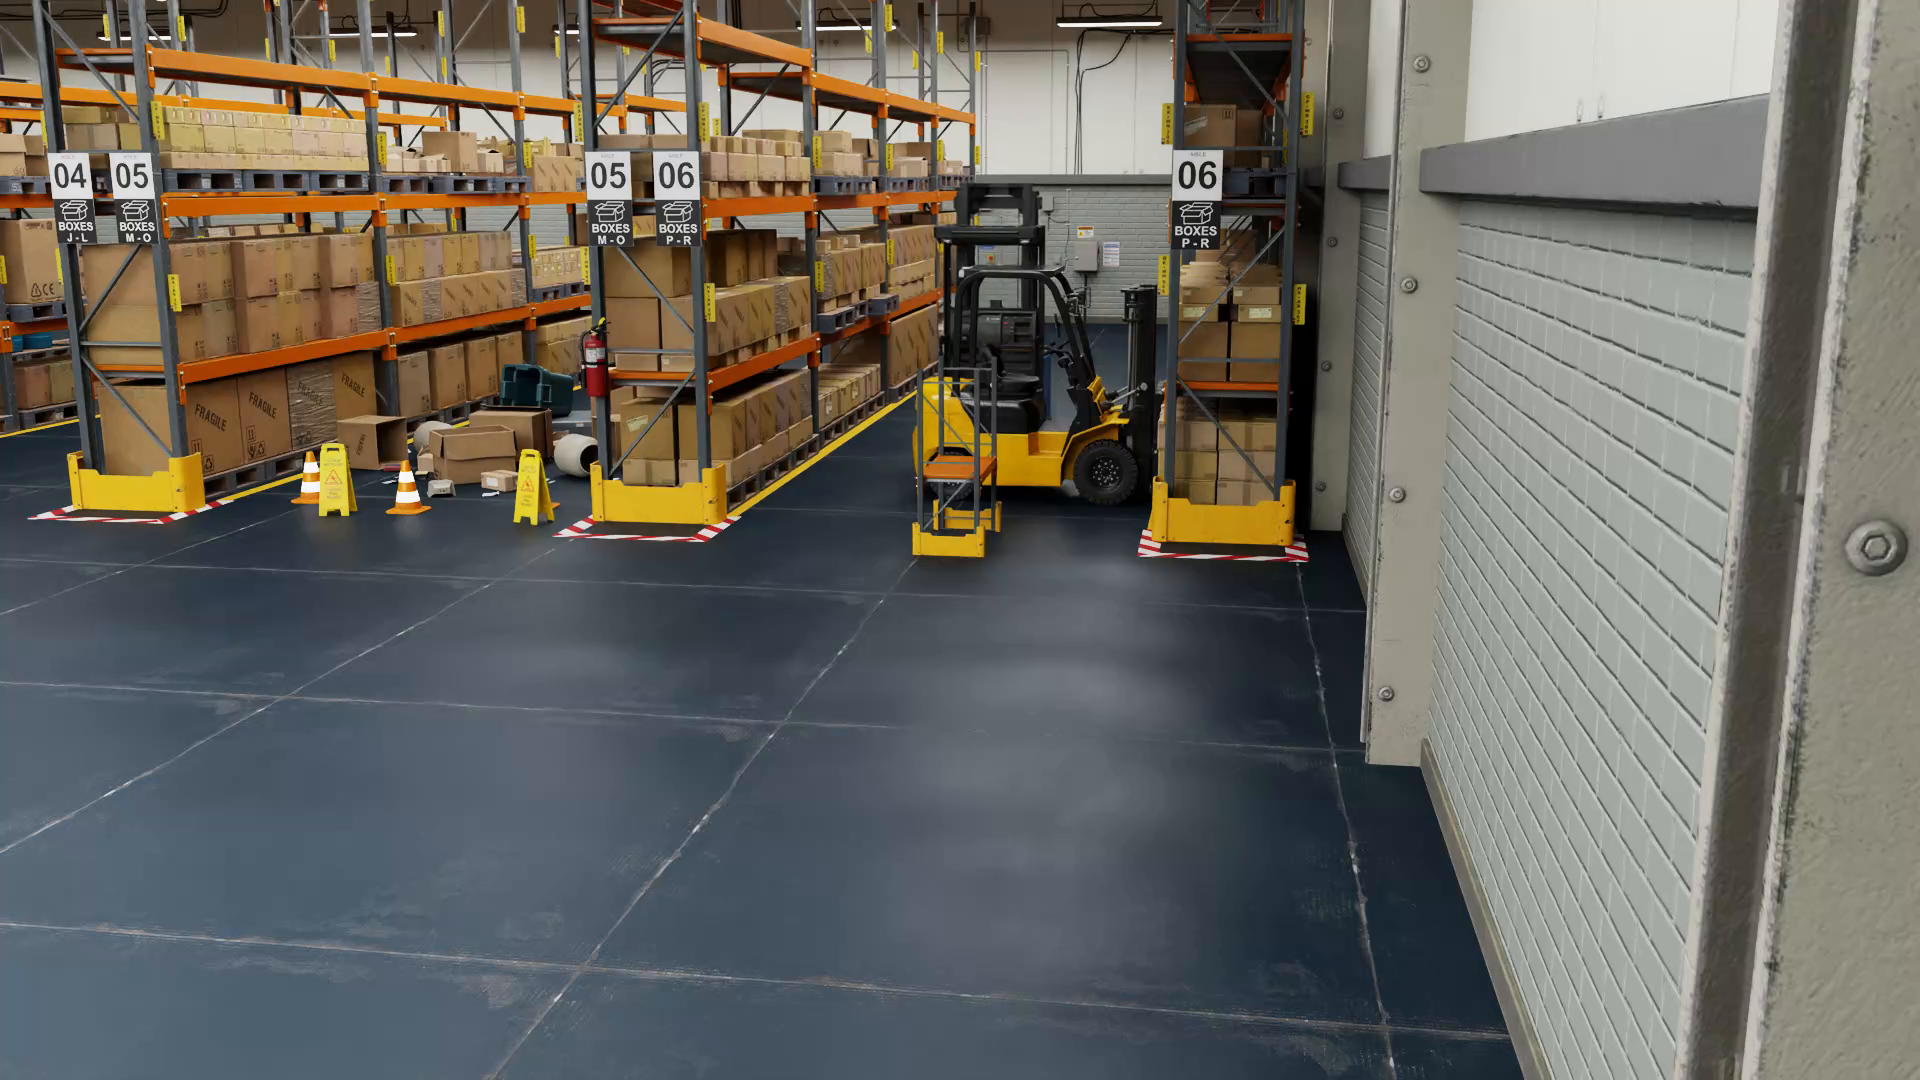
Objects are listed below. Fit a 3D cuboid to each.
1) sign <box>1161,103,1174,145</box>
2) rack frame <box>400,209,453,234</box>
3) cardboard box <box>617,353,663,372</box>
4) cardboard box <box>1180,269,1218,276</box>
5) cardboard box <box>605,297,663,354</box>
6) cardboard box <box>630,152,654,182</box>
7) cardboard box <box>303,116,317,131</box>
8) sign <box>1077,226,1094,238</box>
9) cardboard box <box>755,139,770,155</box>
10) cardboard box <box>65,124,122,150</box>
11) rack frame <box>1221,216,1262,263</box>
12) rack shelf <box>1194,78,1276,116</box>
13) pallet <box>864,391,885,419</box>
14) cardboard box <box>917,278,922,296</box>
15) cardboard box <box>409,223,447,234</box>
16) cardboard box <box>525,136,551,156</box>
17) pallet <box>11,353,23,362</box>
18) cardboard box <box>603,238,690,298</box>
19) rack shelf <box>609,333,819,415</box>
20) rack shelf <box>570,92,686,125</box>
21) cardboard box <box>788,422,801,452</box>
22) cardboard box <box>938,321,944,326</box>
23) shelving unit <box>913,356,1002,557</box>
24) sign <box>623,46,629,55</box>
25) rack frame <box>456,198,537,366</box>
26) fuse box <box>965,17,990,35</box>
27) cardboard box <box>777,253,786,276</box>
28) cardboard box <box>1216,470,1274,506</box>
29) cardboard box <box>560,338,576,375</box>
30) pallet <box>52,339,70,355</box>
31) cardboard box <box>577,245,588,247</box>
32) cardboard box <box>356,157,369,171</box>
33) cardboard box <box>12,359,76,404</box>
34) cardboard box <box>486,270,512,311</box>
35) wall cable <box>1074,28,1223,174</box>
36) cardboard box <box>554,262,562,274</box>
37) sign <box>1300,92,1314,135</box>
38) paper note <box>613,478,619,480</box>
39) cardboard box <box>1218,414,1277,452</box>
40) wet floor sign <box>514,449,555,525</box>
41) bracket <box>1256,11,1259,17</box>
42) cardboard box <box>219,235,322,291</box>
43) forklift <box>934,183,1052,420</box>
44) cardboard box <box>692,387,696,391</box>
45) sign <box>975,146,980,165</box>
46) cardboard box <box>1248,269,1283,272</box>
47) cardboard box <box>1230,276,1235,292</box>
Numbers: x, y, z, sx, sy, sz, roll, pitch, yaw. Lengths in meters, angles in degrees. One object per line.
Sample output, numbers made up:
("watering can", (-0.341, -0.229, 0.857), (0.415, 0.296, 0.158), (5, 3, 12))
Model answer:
("sign", (1.679, -3.358, 13.422), (0.100, 0.325, 0.005), (2, 12, 9))
("rack frame", (-10.024, -5.289, 31.416), (1.000, 3.000, 0.127), (2, 12, 9))
("cardboard box", (-2.846, -1.599, 14.891), (0.380, 0.149, 0.250), (2, 12, 11))
("cardboard box", (2.363, -2.604, 16.471), (0.380, 0.149, 0.250), (2, 12, 10))
("cardboard box", (-2.881, -1.954, 14.995), (0.500, 0.500, 0.500), (2, 12, 8))
("cardboard box", (-2.880, -3.291, 14.674), (0.500, 0.250, 0.500), (2, 12, 8))
("cardboard box", (-6.880, -4.299, 17.173), (0.380, 0.149, 0.250), (2, 12, 9))
("sign", (2.643, -6.493, 35.040), (0.339, 0.242, 0.001), (2, 12, 9))
("cardboard box", (-2.054, -3.804, 16.110), (0.380, 0.149, 0.250), (2, 12, 9))
("cardboard box", (-7.800, -3.680, 15.246), (0.500, 0.250, 0.500), (2, 12, 9))
("rack frame", (4.058, -3.975, 25.319), (1.000, 3.000, 0.127), (2, 12, 9))
("rack shelf", (3.136, -5.112, 19.010), (1.077, 0.370, 4.000), (2, 12, 9))
("pallet", (-1.584, -1.777, 21.737), (1.003, 0.211, 1.213), (2, 12, 9))
("cardboard box", (-0.843, -3.750, 24.630), (0.500, 0.250, 0.500), (2, 12, 7))
("cardboard box", (-9.839, -5.618, 30.811), (0.500, 0.500, 0.500), (2, 12, 9))
("cardboard box", (-5.955, -5.514, 23.285), (0.396, 0.266, 0.258), (2, 12, 9))
("pallet", (-15.878, -2.840, 26.669), (1.003, 0.211, 1.213), (2, 12, 9))
("cardboard box", (-2.829, -2.434, 14.850), (0.700, 0.500, 0.500), (2, 12, 7))
("rack shelf", (-2.385, -1.702, 16.479), (1.077, 0.370, 4.000), (2, 12, 9))
("rack shelf", (-5.446, -7.270, 28.085), (1.077, 0.370, 4.000), (2, 12, 9))
("cardboard box", (-1.974, -1.088, 17.453), (0.500, 0.250, 0.500), (2, 12, 7))
("cardboard box", (-0.507, -3.402, 27.743), (0.875, 0.438, 0.875), (2, 12, 7))
("shelving unit", (-0.012, -0.717, 13.762), (0.587, 1.500, 1.083), (2, 12, 9))
("sign", (-5.204, -7.725, 25.884), (0.100, 0.325, 0.005), (2, 12, 9))
("rack frame", (-6.369, -3.442, 22.845), (1.000, 3.000, 0.127), (2, 12, 9))
("fuse box", (0.358, -10.642, 34.419), (0.513, 0.334, 0.176), (2, 12, 9))
("cardboard box", (-2.233, -2.973, 18.729), (0.500, 0.500, 0.500), (2, 12, 8))
("cardboard box", (2.482, -0.434, 14.419), (0.500, 0.250, 0.500), (2, 12, 9))
("cardboard box", (-5.934, -2.669, 24.195), (0.500, 0.500, 0.500), (2, 12, 9))
("pallet", (-15.458, -3.408, 29.306), (1.003, 0.211, 1.213), (2, 12, 9))
("cardboard box", (-5.958, -4.579, 27.176), (0.500, 0.500, 0.500), (2, 12, 9))
("cardboard box", (-6.724, -4.121, 18.237), (0.380, 0.149, 0.250), (2, 12, 8))
("cardboard box", (-11.662, -2.010, 21.089), (0.700, 0.500, 0.500), (2, 12, 8))
("cardboard box", (-6.251, -3.285, 21.877), (0.500, 0.500, 0.500), (2, 12, 9))
("wall cable", (3.854, -8.989, 34.256), (2.988, 3.039, 0.133), (2, 12, 9))
("cardboard box", (-5.980, -3.929, 23.997), (0.380, 0.149, 0.250), (2, 12, 9))
("sign", (2.760, -3.390, 13.223), (0.100, 0.325, 0.005), (2, 12, 9))
("paper note", (-3.520, -0.620, 16.800), (0.142, 0.019, 0.148), (-2, 12, -11))
("cardboard box", (2.474, -0.921, 14.304), (0.500, 0.250, 0.500), (2, 12, 8))
("wet floor sign", (-3.779, -0.482, 14.696), (0.267, 0.644, 0.232), (7, 14, 28))
("bracket", (6.056, -10.624, 33.384), (0.235, 0.232, 0.430), (2, 12, 9))
("cardboard box", (-7.263, -2.909, 17.451), (0.875, 0.550, 0.550), (2, 12, 9))
("forklift", (0.328, -2.292, 17.672), (1.130, 2.935, 3.031), (2, 12, 8))
("cardboard box", (-2.753, -1.543, 16.243), (0.380, 0.149, 0.250), (2, 12, 11))
("sign", (0.302, -6.808, 29.430), (0.100, 0.325, 0.005), (2, 12, 9))
("cardboard box", (2.994, -2.585, 16.383), (0.380, 0.149, 0.250), (2, 12, 8))
("cardboard box", (3.094, -2.742, 17.820), (0.380, 0.149, 0.250), (2, 12, 7))
